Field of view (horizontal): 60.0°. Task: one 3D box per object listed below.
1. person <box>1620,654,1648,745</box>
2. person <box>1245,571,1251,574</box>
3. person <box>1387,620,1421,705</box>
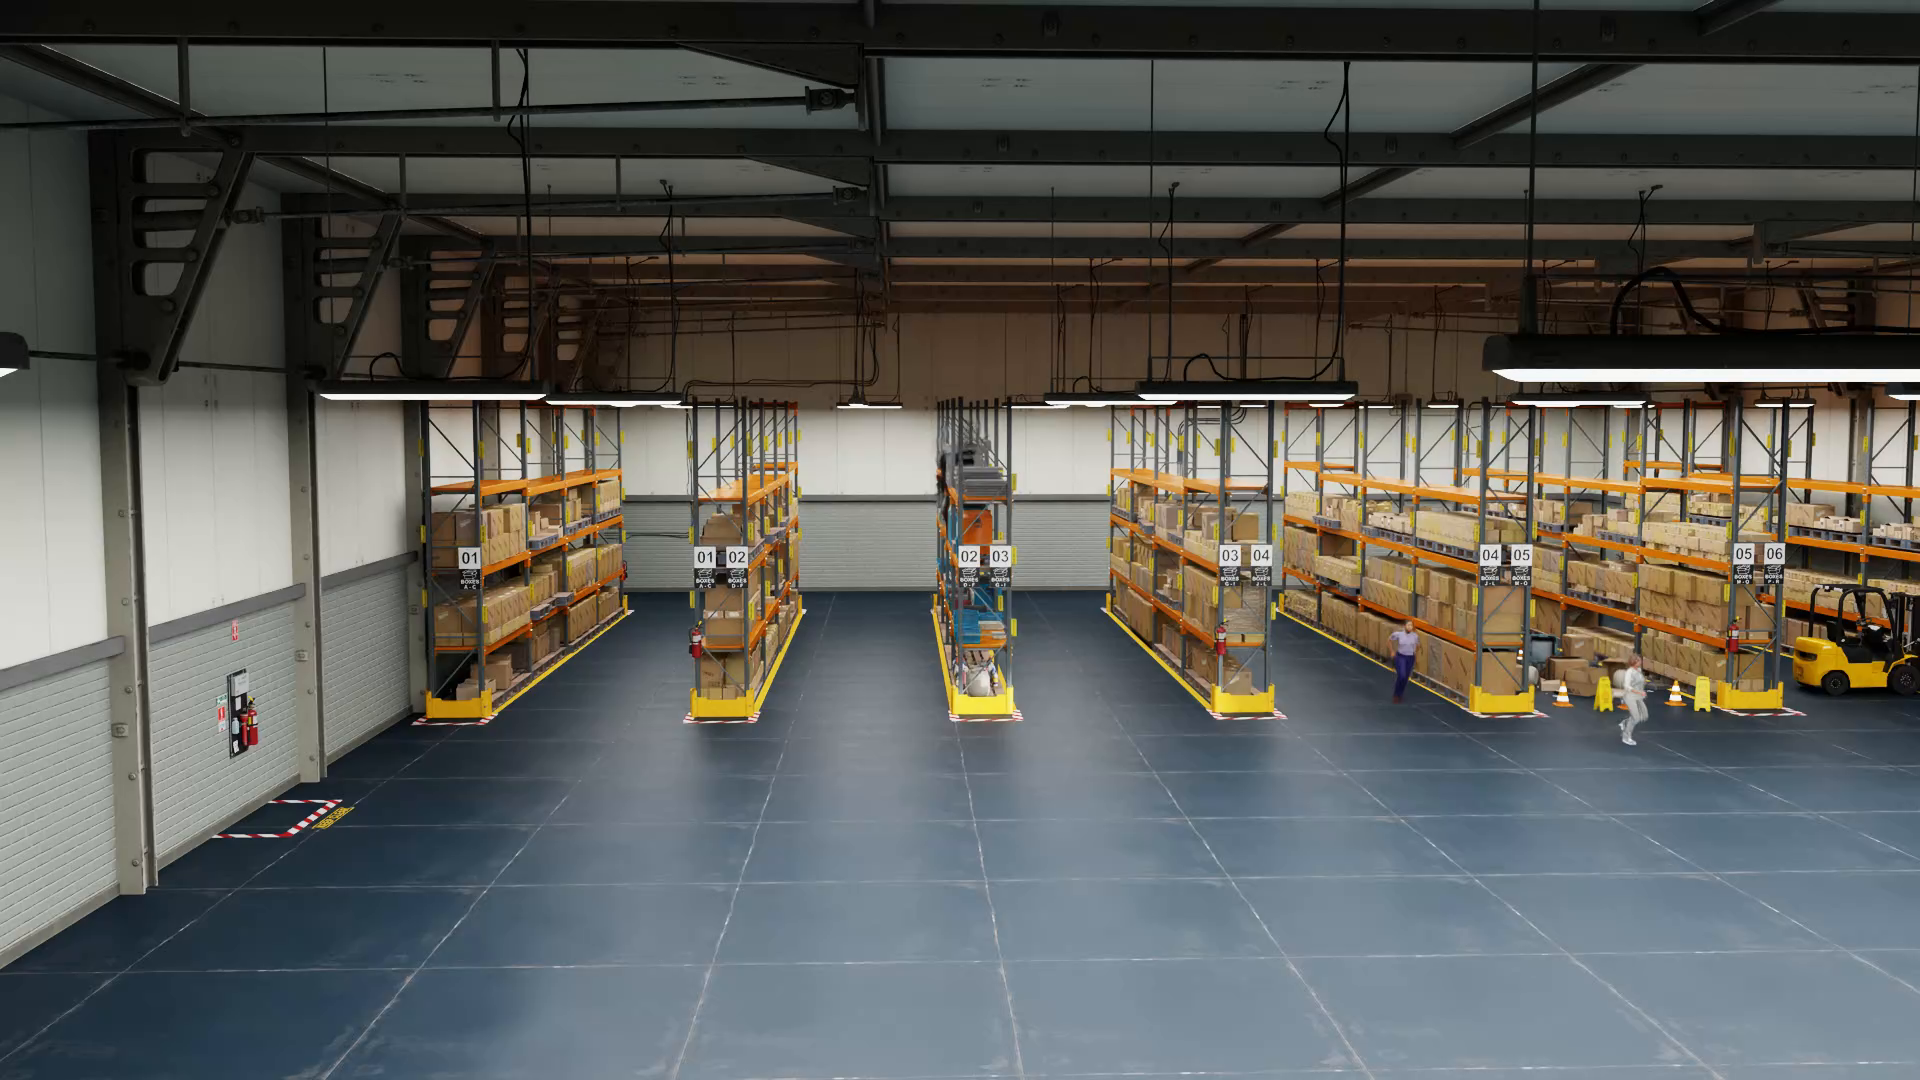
[{"bbox_3d":[11.594,2.739,28.570,0.570,1.560,0.562,-4,6,-40],"label":"person"},{"bbox_3d":[7.974,1.268,46.535,0.661,1.704,0.615,0,4,6],"label":"person"},{"bbox_3d":[8.762,2.410,32.737,0.603,1.669,0.717,-1,4,-9],"label":"person"}]
